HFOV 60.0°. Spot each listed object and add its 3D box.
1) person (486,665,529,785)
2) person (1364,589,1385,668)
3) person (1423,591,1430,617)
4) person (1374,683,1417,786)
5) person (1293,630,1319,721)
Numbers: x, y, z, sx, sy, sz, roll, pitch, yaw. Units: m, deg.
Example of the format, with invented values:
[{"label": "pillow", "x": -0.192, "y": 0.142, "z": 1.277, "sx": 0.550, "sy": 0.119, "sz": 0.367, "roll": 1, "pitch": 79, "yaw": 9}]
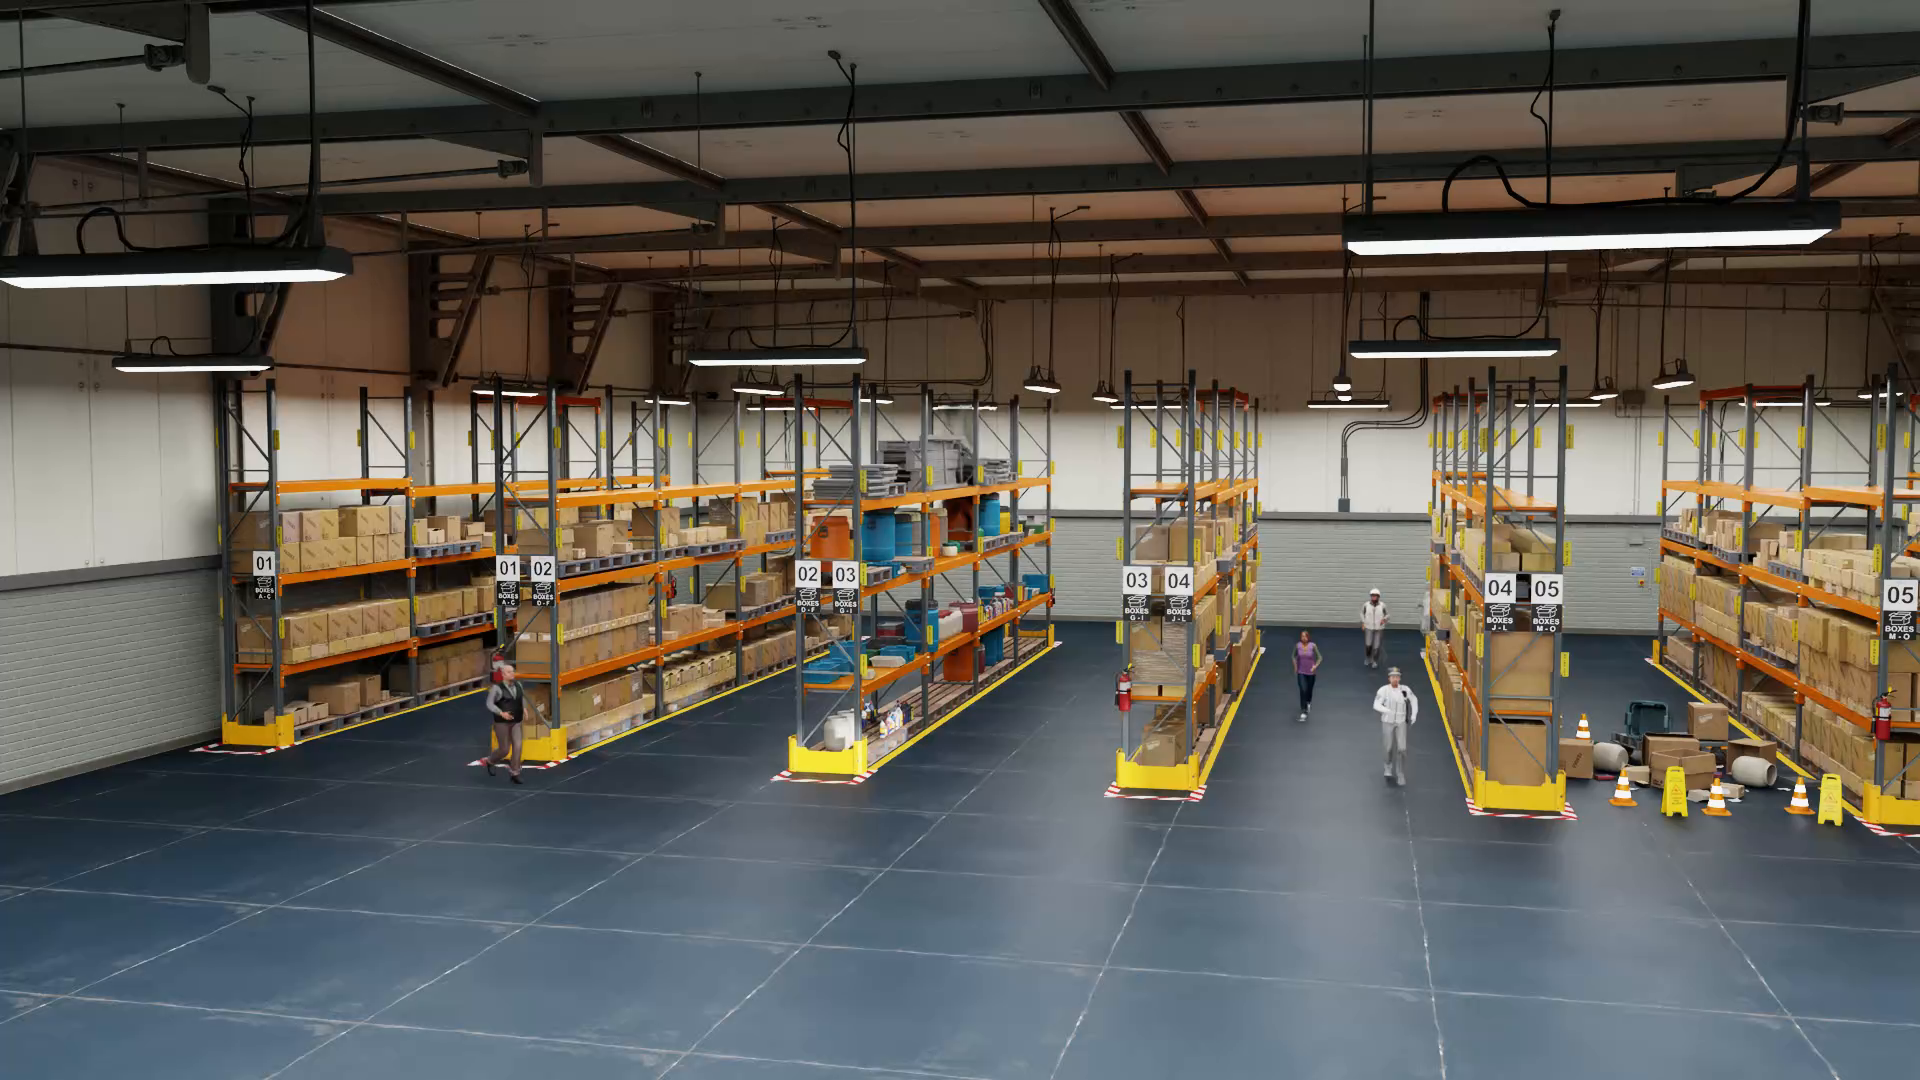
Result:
[{"label": "person", "x": -6.639, "y": 2.693, "z": 24.403, "sx": 0.772, "sy": 1.721, "sz": 0.684, "roll": 3, "pitch": 5, "yaw": 43}, {"label": "person", "x": 9.108, "y": 1.936, "z": 36.506, "sx": 0.447, "sy": 1.744, "sz": 0.422, "roll": 1, "pitch": 4, "yaw": 14}, {"label": "person", "x": 11.153, "y": 1.508, "z": 39.340, "sx": 0.360, "sy": 0.662, "sz": 0.675, "roll": 0, "pitch": 3, "yaw": -2}, {"label": "person", "x": 6.356, "y": 2.860, "z": 24.290, "sx": 0.632, "sy": 1.483, "sz": 0.722, "roll": 1, "pitch": 3, "yaw": 10}, {"label": "person", "x": 6.228, "y": 2.421, "z": 29.911, "sx": 0.504, "sy": 1.593, "sz": 0.752, "roll": 1, "pitch": 4, "yaw": 14}]
